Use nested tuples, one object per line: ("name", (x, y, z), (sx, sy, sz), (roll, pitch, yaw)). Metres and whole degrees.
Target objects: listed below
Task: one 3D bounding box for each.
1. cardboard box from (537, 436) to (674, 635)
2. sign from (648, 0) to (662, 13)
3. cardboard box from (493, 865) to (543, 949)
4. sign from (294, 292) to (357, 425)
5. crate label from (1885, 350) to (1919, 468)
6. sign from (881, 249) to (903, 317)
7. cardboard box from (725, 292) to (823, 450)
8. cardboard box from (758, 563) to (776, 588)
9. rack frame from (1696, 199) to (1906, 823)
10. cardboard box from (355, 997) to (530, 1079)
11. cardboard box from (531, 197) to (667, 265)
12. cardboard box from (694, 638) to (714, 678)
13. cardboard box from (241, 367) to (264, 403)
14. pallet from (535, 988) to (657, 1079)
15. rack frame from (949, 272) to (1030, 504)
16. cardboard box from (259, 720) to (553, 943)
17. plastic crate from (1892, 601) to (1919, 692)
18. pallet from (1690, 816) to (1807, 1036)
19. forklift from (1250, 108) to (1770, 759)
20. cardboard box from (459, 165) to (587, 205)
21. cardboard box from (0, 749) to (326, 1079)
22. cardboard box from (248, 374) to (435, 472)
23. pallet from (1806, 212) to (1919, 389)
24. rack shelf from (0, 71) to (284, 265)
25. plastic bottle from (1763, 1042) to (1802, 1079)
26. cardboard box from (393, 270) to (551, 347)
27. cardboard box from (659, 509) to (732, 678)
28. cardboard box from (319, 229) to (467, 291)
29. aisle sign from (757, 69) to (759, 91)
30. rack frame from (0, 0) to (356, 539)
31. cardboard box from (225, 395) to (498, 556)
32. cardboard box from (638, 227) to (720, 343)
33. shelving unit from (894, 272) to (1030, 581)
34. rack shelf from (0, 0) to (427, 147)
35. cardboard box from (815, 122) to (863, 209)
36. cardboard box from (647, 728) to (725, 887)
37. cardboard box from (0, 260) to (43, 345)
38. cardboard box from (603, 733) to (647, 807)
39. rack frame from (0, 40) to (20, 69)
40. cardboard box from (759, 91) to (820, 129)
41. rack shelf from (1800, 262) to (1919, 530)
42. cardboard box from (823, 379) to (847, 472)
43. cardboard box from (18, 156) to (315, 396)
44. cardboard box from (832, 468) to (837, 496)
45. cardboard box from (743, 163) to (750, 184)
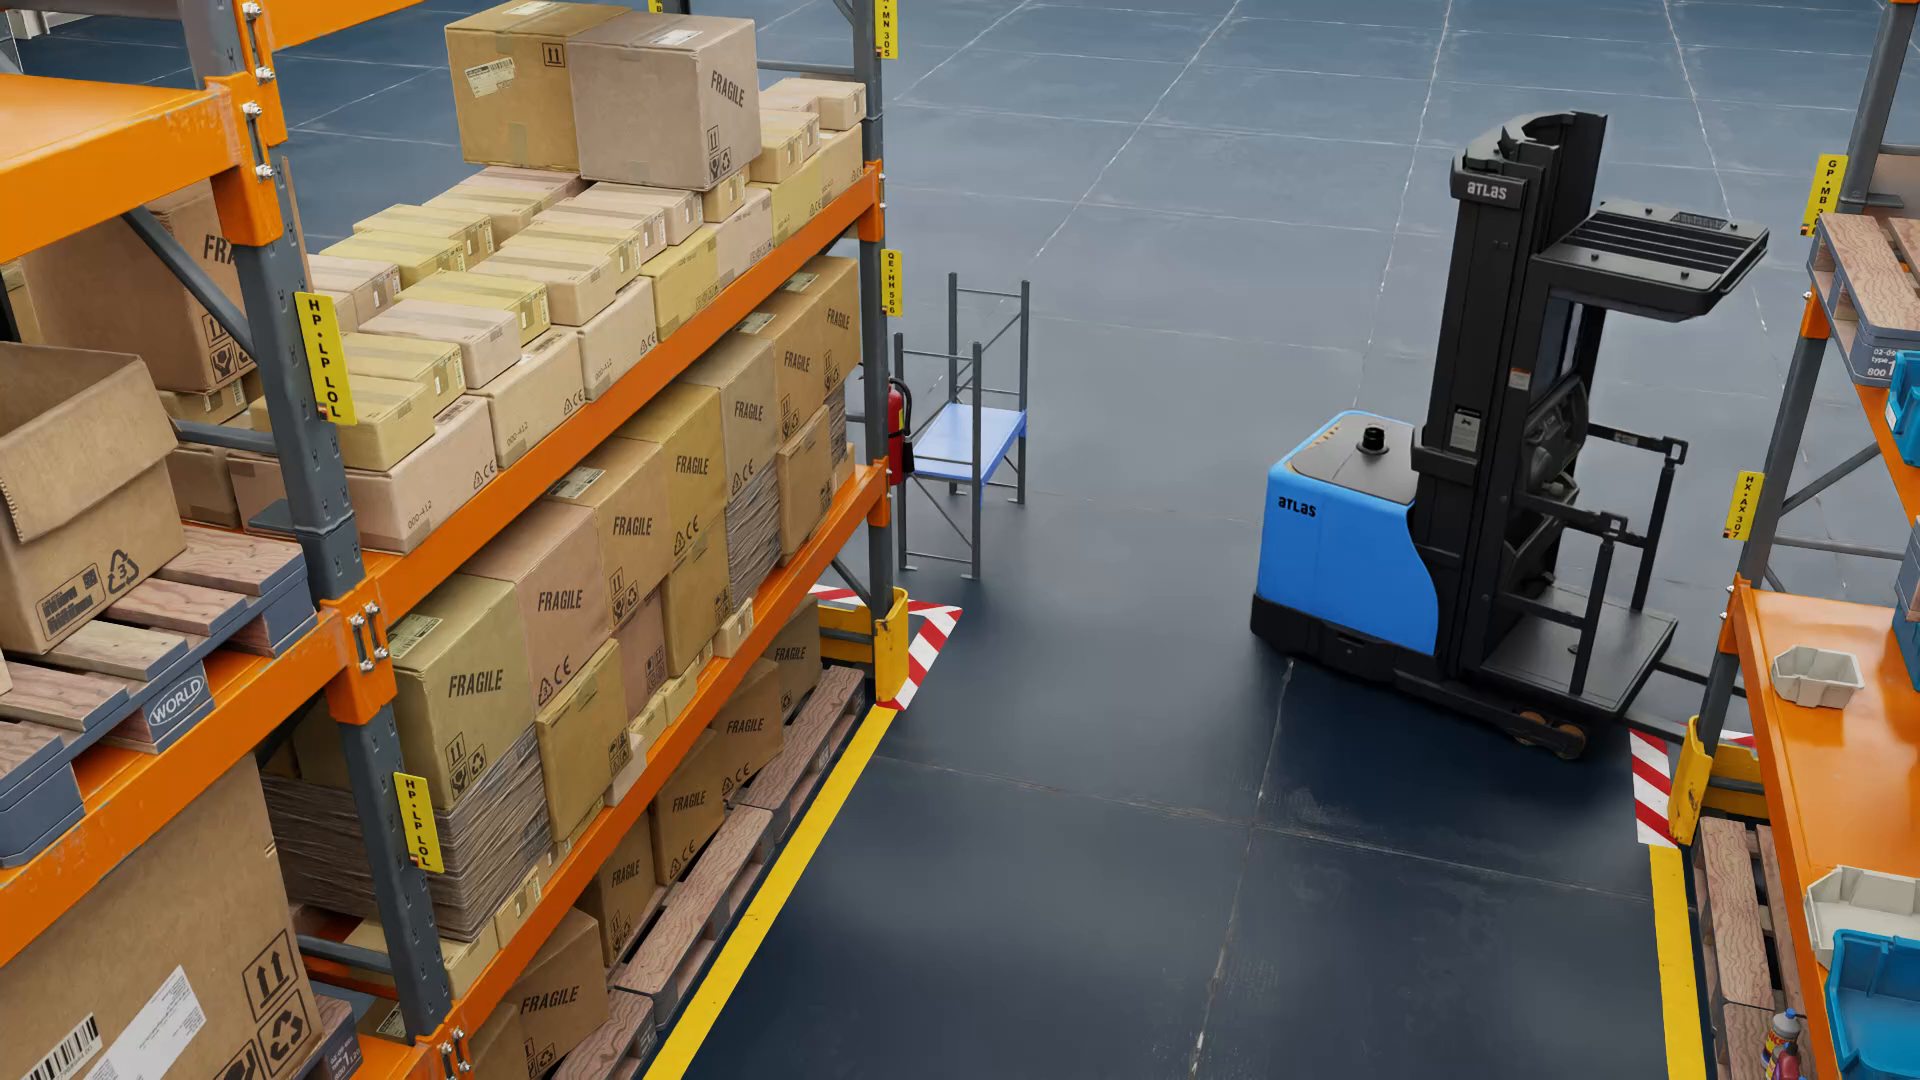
("cardboard box", (-1.351, -0.041, 5.800), (0.500, 0.500, 0.500), (8, 30, 15))
("sign", (-1.364, -2.421, 7.532), (0.100, 0.325, 0.005), (8, 30, 15))
("cardboard box", (-1.583, 1.146, 5.362), (0.380, 0.149, 0.250), (8, 30, 15))
("sign", (-1.487, -0.424, 3.903), (0.100, 0.325, 0.005), (8, 30, 15))
("crate label", (3.025, -0.367, 4.892), (0.502, 0.251, 0.408), (8, 30, 15))
("sign", (-0.320, -1.207, 7.817), (0.100, 0.325, 0.005), (8, 30, 15))
("cardboard box", (-0.911, -0.738, 7.053), (0.500, 0.500, 0.500), (8, 30, 15))
("cardboard box", (-1.031, 0.084, 7.271), (0.380, 0.149, 0.250), (8, 30, 15))
("rack frame", (3.890, 0.056, 7.064), (1.000, 3.000, 0.127), (8, 30, 15))
("cardboard box", (-1.863, 1.936, 5.823), (0.500, 0.500, 0.500), (8, 30, 13))
("cardboard box", (-1.239, -1.055, 5.719), (0.380, 0.149, 0.250), (9, 30, 16))
("cardboard box", (-1.211, 0.439, 6.634), (0.380, 0.149, 0.250), (8, 30, 15))
("cardboard box", (-2.034, -0.515, 4.749), (0.380, 0.149, 0.250), (9, 30, 15))
("pallet", (-1.856, 2.109, 6.241), (1.003, 0.211, 1.213), (8, 30, 15))
("rack frame", (0.174, -0.931, 10.381), (0.500, 1.500, 0.032), (8, 30, 15))
("cardboard box", (-1.828, 0.834, 5.257), (0.875, 0.500, 0.500), (8, 30, 15))
("plastic crate", (4.029, 0.396, 6.606), (0.499, 0.251, 0.616), (8, 30, 15))
("pallet", (3.669, 1.693, 6.989), (1.003, 0.211, 1.213), (8, 30, 15))
("forklift", (3.097, -0.484, 8.104), (3.031, 2.935, 1.130), (20, 35, 31))
("cardboard box", (-1.590, -1.253, 6.076), (0.380, 0.149, 0.250), (8, 30, 14))
("cardboard box", (-2.386, 1.111, 4.118), (1.000, 1.000, 1.000), (9, 30, 15))
("cardboard box", (-1.629, -0.319, 4.396), (0.380, 0.149, 0.250), (8, 30, 13))
("pallet", (3.553, -0.802, 5.715), (1.003, 0.211, 1.213), (8, 30, 15))
("rack shelf", (-2.606, 0.005, 2.136), (1.077, 0.370, 4.000), (8, 30, 15))
("plastic bottle", (3.029, 1.933, 6.116), (0.097, 0.201, 0.097), (0, 29, 0))
("cardboard box", (-1.485, -0.696, 5.074), (0.380, 0.149, 0.250), (9, 30, 16))
("cardboard box", (-1.411, 0.133, 6.516), (0.875, 0.500, 0.500), (8, 30, 15))
("cardboard box", (-1.841, -0.885, 5.415), (0.380, 0.149, 0.250), (10, 31, 17))
("aisle sign", (-1.114, -1.859, 7.832), (0.394, 0.787, 0.004), (8, 30, 15))
("rack frame", (-2.019, -1.414, 3.535), (1.000, 3.000, 0.127), (8, 30, 15))
("cardboard box", (-1.642, -0.210, 4.611), (0.500, 0.250, 0.500), (7, 30, 13))
("cardboard box", (-1.189, -0.932, 5.909), (0.500, 0.250, 0.500), (8, 30, 14))
("shelving unit", (0.025, -0.695, 9.957), (0.538, 1.500, 1.048), (8, 30, 15))
("rack shelf", (-1.432, -2.027, 5.381), (1.077, 0.370, 4.000), (8, 30, 15))
("cardboard box", (-0.744, -1.636, 7.174), (0.500, 0.250, 0.500), (9, 30, 16))
("cardboard box", (-1.389, 1.116, 7.297), (0.500, 0.500, 0.500), (11, 31, 20))
("cardboard box", (-5.622, -1.292, 9.333), (0.875, 0.550, 0.550), (8, 30, 15))
("cardboard box", (-1.359, 0.798, 5.988), (0.380, 0.149, 0.250), (8, 30, 15))
("rack frame", (-5.557, -1.406, 9.692), (1.000, 3.000, 0.127), (8, 30, 15))
("cardboard box", (-0.817, -1.793, 7.046), (0.380, 0.149, 0.250), (8, 30, 13))
("rack shelf", (3.303, -0.011, 4.839), (1.077, 0.370, 4.000), (8, 30, 15))
("cardboard box", (-1.033, -0.573, 7.786), (0.875, 0.500, 0.500), (8, 30, 15))
("cardboard box", (-2.131, -0.741, 4.487), (0.500, 0.500, 0.500), (8, 30, 13))
("cardboard box", (-0.805, -0.263, 7.896), (0.380, 0.149, 0.250), (8, 30, 15))
("cardboard box", (-1.035, -1.433, 6.399), (0.380, 0.149, 0.250), (9, 30, 15))
